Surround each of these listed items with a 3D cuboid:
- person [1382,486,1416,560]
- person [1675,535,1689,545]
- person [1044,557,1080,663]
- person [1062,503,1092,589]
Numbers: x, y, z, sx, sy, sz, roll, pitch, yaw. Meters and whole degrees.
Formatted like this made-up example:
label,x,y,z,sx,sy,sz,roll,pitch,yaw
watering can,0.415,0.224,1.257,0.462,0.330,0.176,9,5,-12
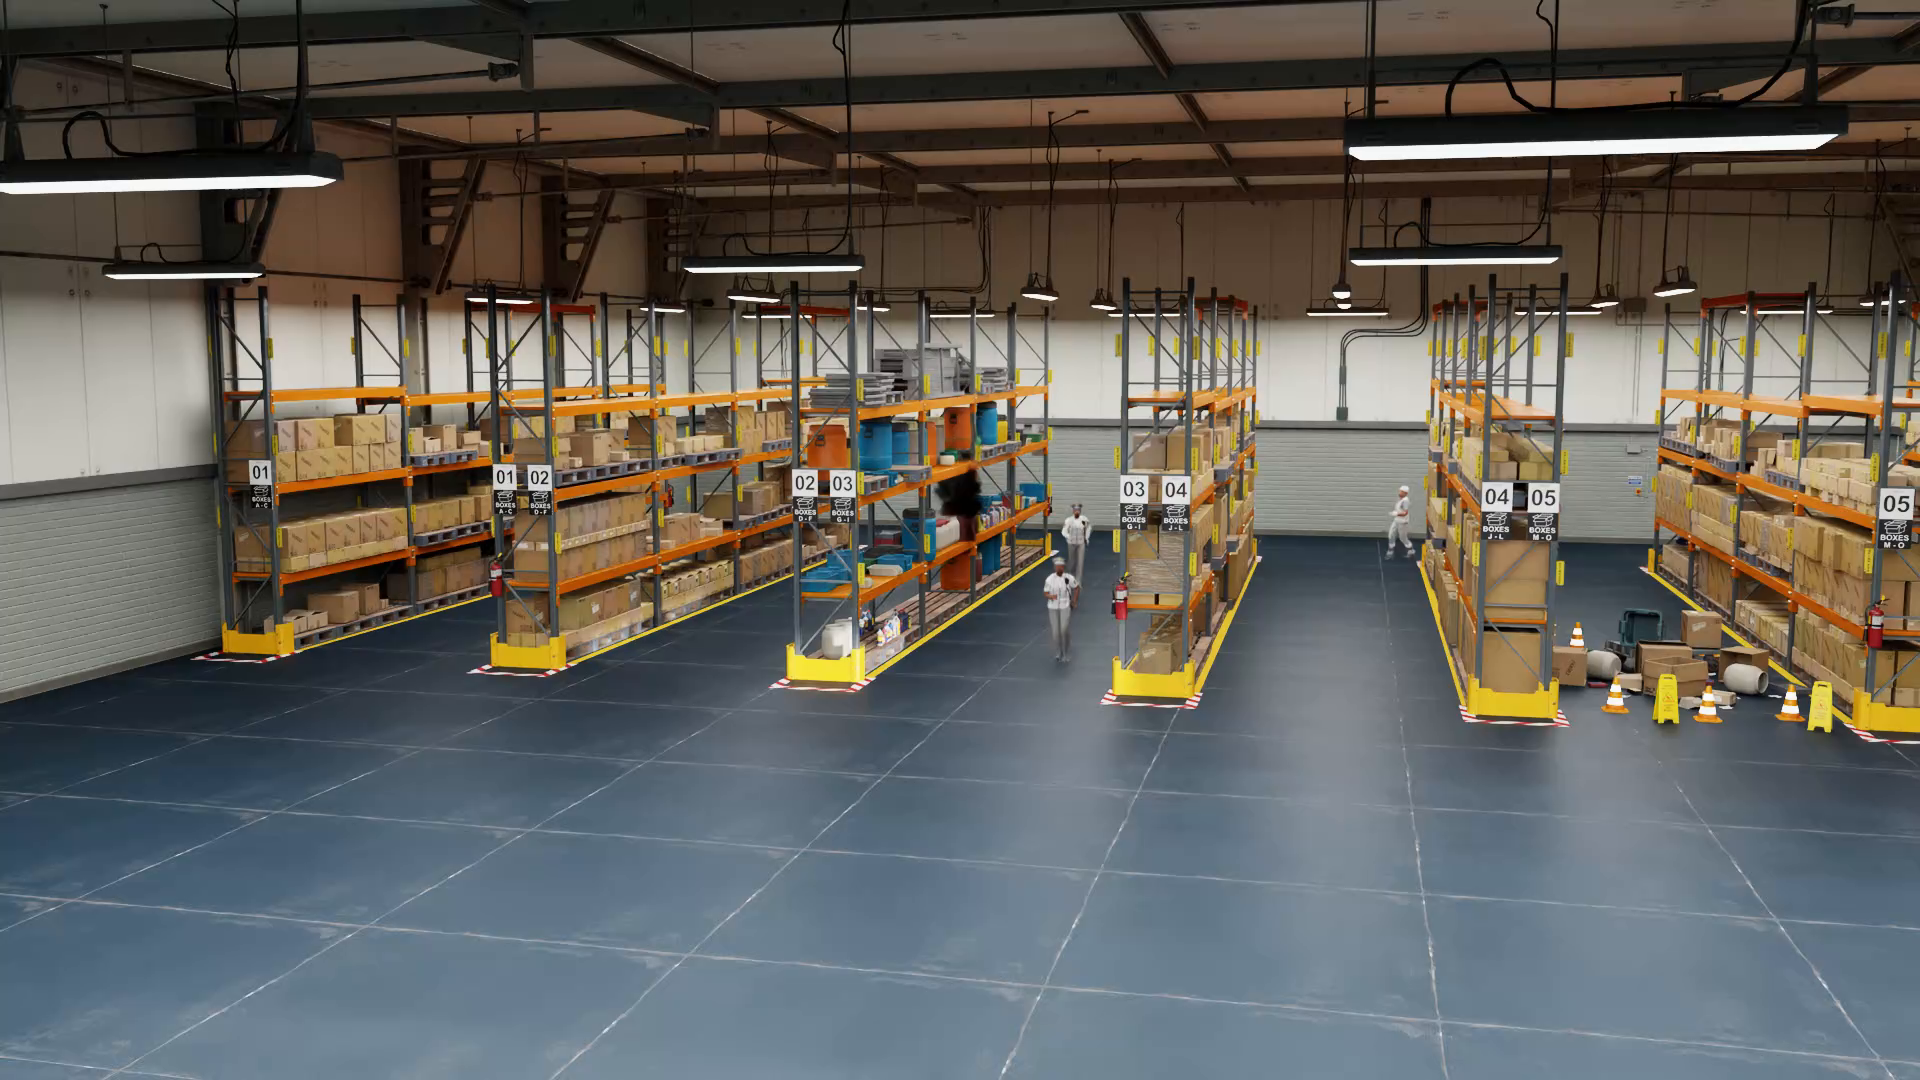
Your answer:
label,x,y,z,sx,sy,sz,roll,pitch,yaw
person,10.466,-0.392,39.315,0.813,1.808,0.668,-1,7,-10
person,16.781,-0.168,38.212,0.658,1.670,0.695,4,8,31
person,1.608,1.119,26.588,0.544,1.701,0.688,1,7,11
person,2.330,0.093,33.164,0.600,1.691,0.833,0,7,0
